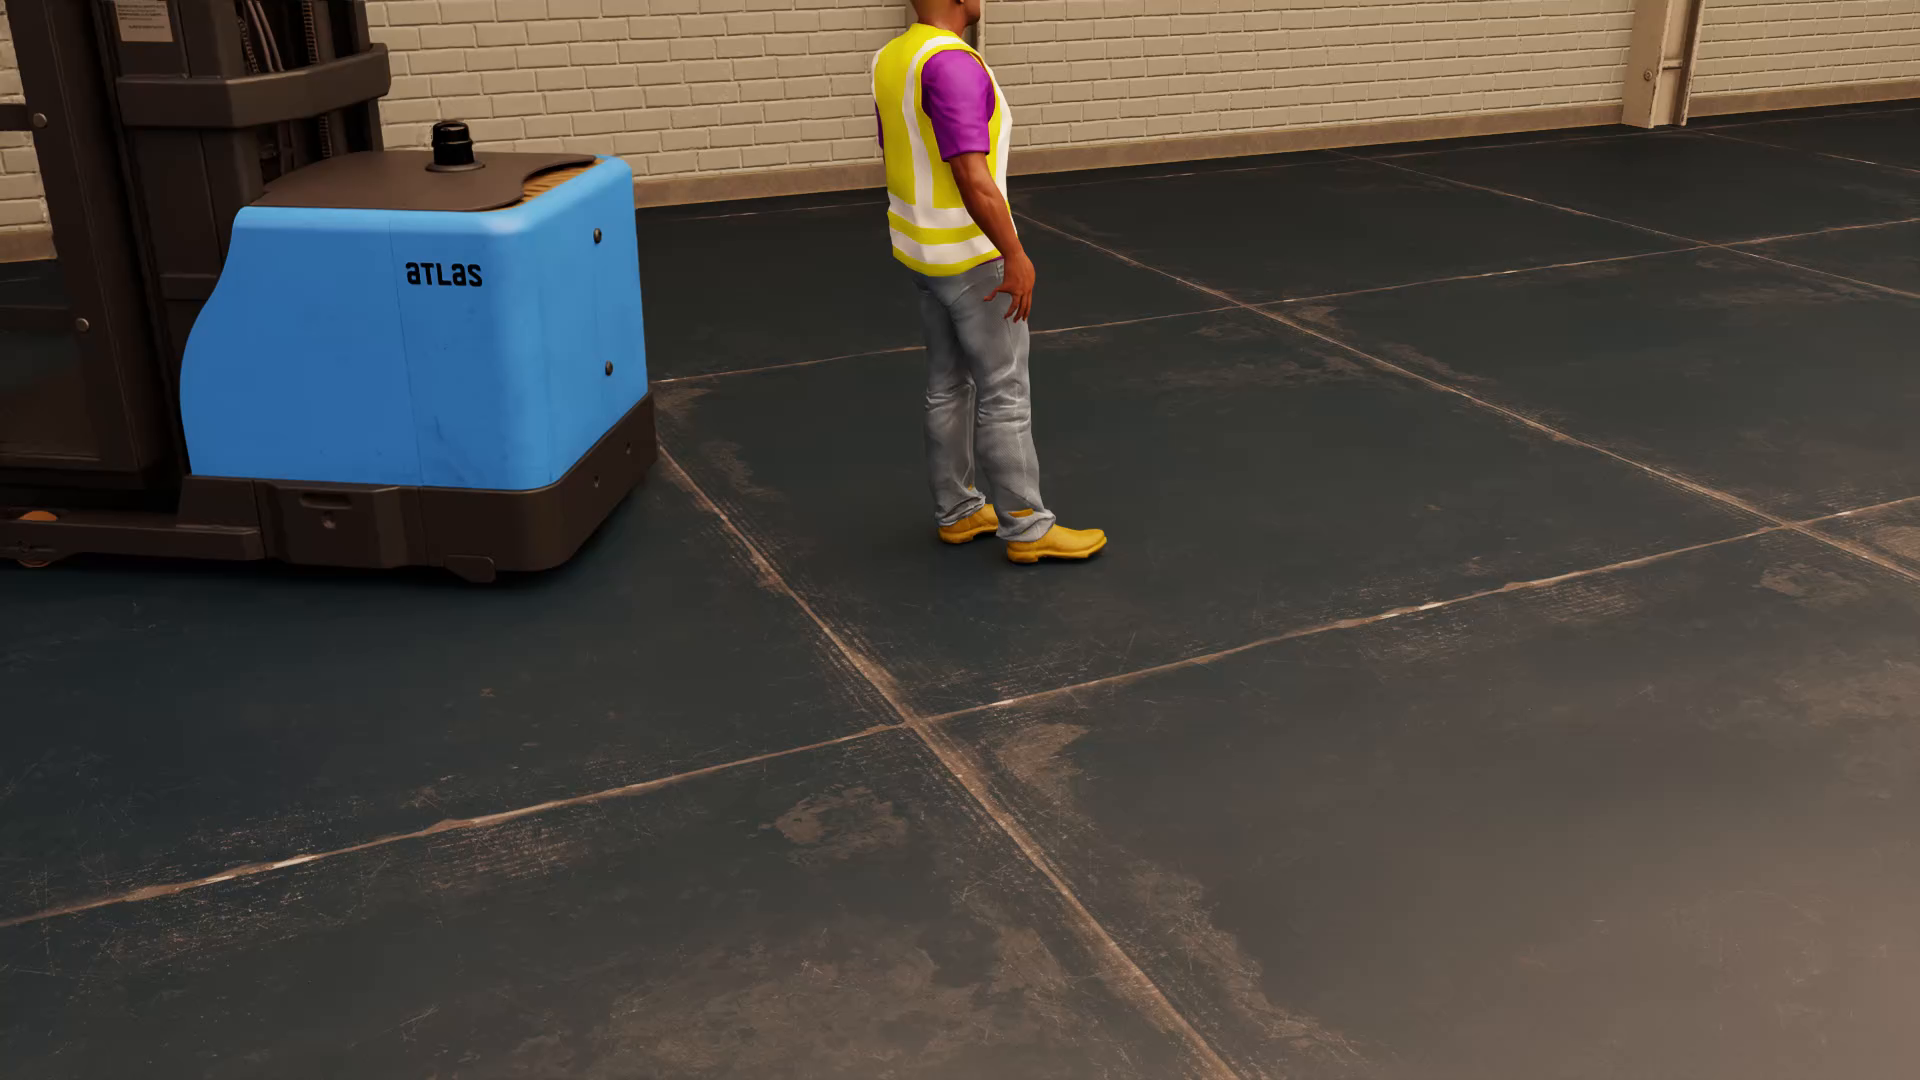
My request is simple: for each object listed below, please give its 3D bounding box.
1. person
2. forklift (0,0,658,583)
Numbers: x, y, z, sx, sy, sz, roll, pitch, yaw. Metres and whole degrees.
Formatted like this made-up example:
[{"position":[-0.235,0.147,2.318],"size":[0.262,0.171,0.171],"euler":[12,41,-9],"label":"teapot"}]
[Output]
[{"position":[0.066,-0.832,4.789],"size":[0.574,1.769,0.665],"euler":[-10,25,-23],"label":"person"},{"position":[-2.571,-1.468,4.819],"size":[3.031,2.935,1.130],"euler":[3,23,7],"label":"forklift"}]
